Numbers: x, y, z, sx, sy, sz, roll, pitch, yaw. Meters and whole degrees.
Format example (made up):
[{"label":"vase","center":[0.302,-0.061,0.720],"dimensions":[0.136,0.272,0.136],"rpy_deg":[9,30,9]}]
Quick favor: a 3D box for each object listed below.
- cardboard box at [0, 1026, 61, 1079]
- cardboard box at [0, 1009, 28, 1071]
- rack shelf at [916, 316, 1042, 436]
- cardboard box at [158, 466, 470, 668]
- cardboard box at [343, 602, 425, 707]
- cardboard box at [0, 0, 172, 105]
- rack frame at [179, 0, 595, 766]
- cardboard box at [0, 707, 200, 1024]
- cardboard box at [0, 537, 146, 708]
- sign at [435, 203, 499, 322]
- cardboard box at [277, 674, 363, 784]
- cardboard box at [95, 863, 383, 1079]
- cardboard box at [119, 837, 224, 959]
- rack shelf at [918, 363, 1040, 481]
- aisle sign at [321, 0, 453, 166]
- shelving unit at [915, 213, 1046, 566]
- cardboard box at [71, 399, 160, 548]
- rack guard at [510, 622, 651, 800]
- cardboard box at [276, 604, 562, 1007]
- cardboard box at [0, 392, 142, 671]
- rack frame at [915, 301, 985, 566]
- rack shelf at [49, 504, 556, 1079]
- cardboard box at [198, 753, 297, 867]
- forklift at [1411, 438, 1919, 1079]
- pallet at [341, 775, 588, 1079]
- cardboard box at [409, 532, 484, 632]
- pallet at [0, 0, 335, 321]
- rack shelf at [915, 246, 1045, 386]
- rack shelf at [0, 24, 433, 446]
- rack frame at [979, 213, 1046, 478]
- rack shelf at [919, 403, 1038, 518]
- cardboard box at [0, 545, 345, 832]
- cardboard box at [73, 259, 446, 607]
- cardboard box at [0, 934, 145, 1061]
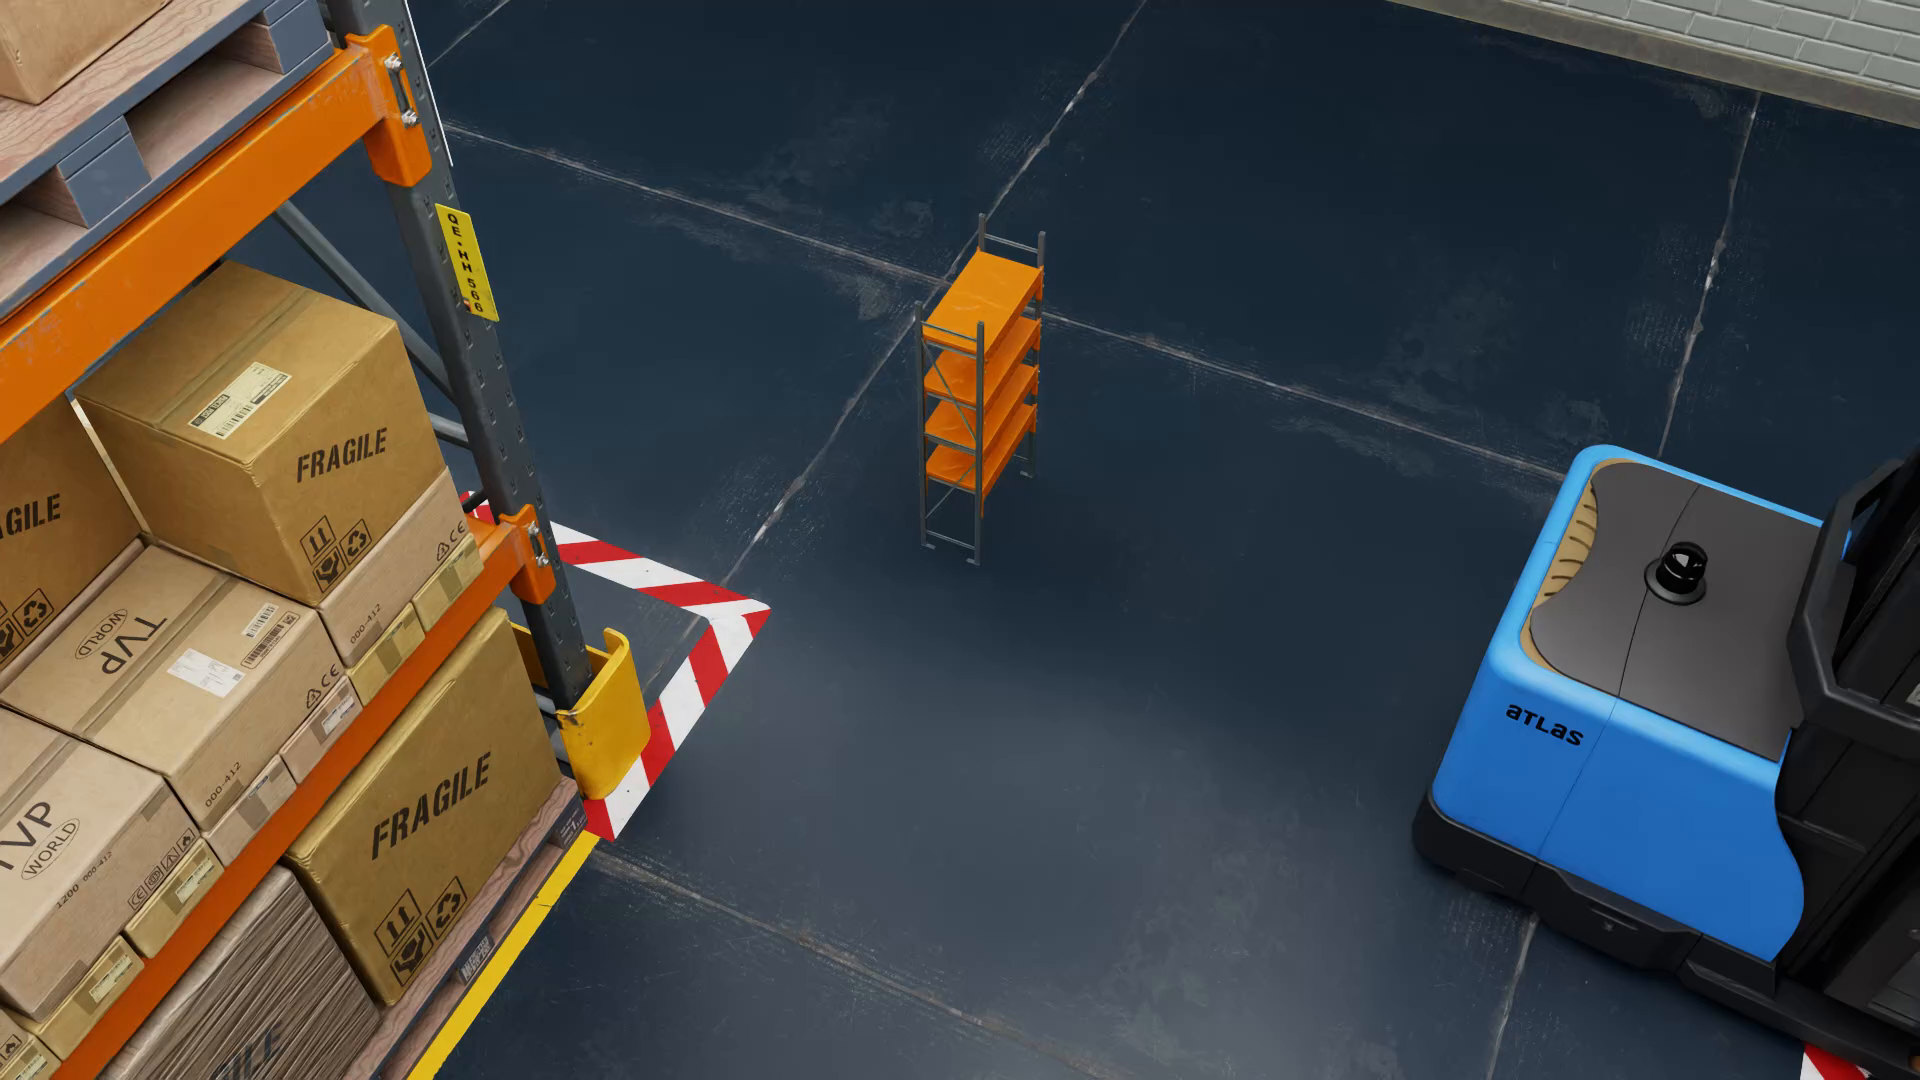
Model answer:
[{"label":"cardboard box","center":[-2.154,1.102,3.508],"dimensions":[0.380,0.149,0.250],"rpy_deg":[21,53,17]},{"label":"cardboard box","center":[-2.267,1.048,3.292],"dimensions":[0.500,0.250,0.500],"rpy_deg":[20,52,16]},{"label":"rack shelf","center":[0.071,-0.604,5.771],"dimensions":[0.258,0.148,0.480],"rpy_deg":[20,52,16]},{"label":"cardboard box","center":[-1.614,-0.012,4.194],"dimensions":[0.500,0.250,0.500],"rpy_deg":[19,52,16]},{"label":"cardboard box","center":[-1.610,0.229,4.250],"dimensions":[0.380,0.149,0.250],"rpy_deg":[20,53,16]},{"label":"cardboard box","center":[-1.820,-1.182,2.909],"dimensions":[0.700,0.500,0.500],"rpy_deg":[17,52,14]},{"label":"rack frame","center":[-1.646,-0.384,4.607],"dimensions":[1.000,3.000,0.127],"rpy_deg":[20,52,16]},{"label":"cardboard box","center":[-2.048,0.688,3.598],"dimensions":[0.500,0.250,0.500],"rpy_deg":[18,52,15]},{"label":"cardboard box","center":[-2.312,0.171,4.038],"dimensions":[0.500,0.250,0.500],"rpy_deg":[19,52,16]},{"label":"sign","center":[-1.162,-0.650,3.918],"dimensions":[0.100,0.325,0.005],"rpy_deg":[20,52,16]},{"label":"cardboard box","center":[-1.719,0.402,4.103],"dimensions":[0.380,0.149,0.250],"rpy_deg":[20,52,16]},{"label":"cardboard box","center":[-2.236,1.262,4.326],"dimensions":[0.875,0.875,0.875],"rpy_deg":[20,52,16]},{"label":"cardboard box","center":[-1.936,0.753,3.804],"dimensions":[0.380,0.149,0.250],"rpy_deg":[19,52,15]},{"label":"rack shelf","center":[0.071,-0.459,5.941],"dimensions":[0.258,0.148,0.480],"rpy_deg":[20,52,16]},{"label":"aisle sign","center":[-1.344,-1.179,3.576],"dimensions":[0.394,0.787,0.004],"rpy_deg":[20,52,16]},{"label":"shelving unit","center":[0.071,-0.503,5.890],"dimensions":[0.258,1.200,0.503],"rpy_deg":[20,52,16]},{"label":"cardboard box","center":[-2.096,-0.189,4.345],"dimensions":[0.500,0.250,0.500],"rpy_deg":[19,52,15]},{"label":"rack guard","center":[-1.636,0.409,5.573],"dimensions":[1.175,0.500,0.348],"rpy_deg":[20,52,16]},{"label":"cardboard box","center":[-1.848,0.635,4.860],"dimensions":[0.875,0.875,0.875],"rpy_deg":[20,52,16]},{"label":"cardboard box","center":[-2.309,-0.088,3.766],"dimensions":[0.500,0.500,0.500],"rpy_deg":[19,52,15]},{"label":"rack frame","center":[-0.034,-0.335,5.747],"dimensions":[0.240,1.200,0.015],"rpy_deg":[20,52,16]},{"label":"rack shelf","center":[-2.501,1.226,3.710],"dimensions":[1.077,0.370,4.000],"rpy_deg":[20,52,16]},{"label":"cardboard box","center":[-1.827,0.574,3.957],"dimensions":[0.380,0.149,0.250],"rpy_deg":[21,53,17]},{"label":"forklift","center":[2.988,0.307,4.064],"dimensions":[3.031,2.935,1.130],"rpy_deg":[24,54,19]},{"label":"pallet","center":[-1.917,1.096,5.179],"dimensions":[1.003,0.211,1.213],"rpy_deg":[20,52,16]},{"label":"cardboard box","center":[-1.501,0.050,4.403],"dimensions":[0.380,0.149,0.250],"rpy_deg":[21,53,17]},{"label":"pallet","center":[-1.954,-0.813,3.061],"dimensions":[1.003,0.211,1.213],"rpy_deg":[20,52,16]},{"label":"rack shelf","center":[0.071,-0.757,5.591],"dimensions":[0.258,0.148,0.480],"rpy_deg":[20,52,16]},{"label":"rack shelf","center":[-2.501,0.254,2.567],"dimensions":[1.077,0.370,4.000],"rpy_deg":[20,52,16]},{"label":"rack frame","center":[0.175,-0.671,6.033],"dimensions":[0.240,1.200,0.015],"rpy_deg":[20,52,16]},{"label":"rack shelf","center":[0.071,-0.331,6.092],"dimensions":[0.258,0.148,0.480],"rpy_deg":[20,52,16]},{"label":"cardboard box","center":[-1.831,0.337,3.897],"dimensions":[0.500,0.250,0.500],"rpy_deg":[19,52,15]},{"label":"cardboard box","center":[-1.617,-0.254,3.907],"dimensions":[0.500,0.500,0.500],"rpy_deg":[20,53,17]},{"label":"cardboard box","center":[-2.046,0.932,3.652],"dimensions":[0.380,0.149,0.250],"rpy_deg":[20,52,16]}]
